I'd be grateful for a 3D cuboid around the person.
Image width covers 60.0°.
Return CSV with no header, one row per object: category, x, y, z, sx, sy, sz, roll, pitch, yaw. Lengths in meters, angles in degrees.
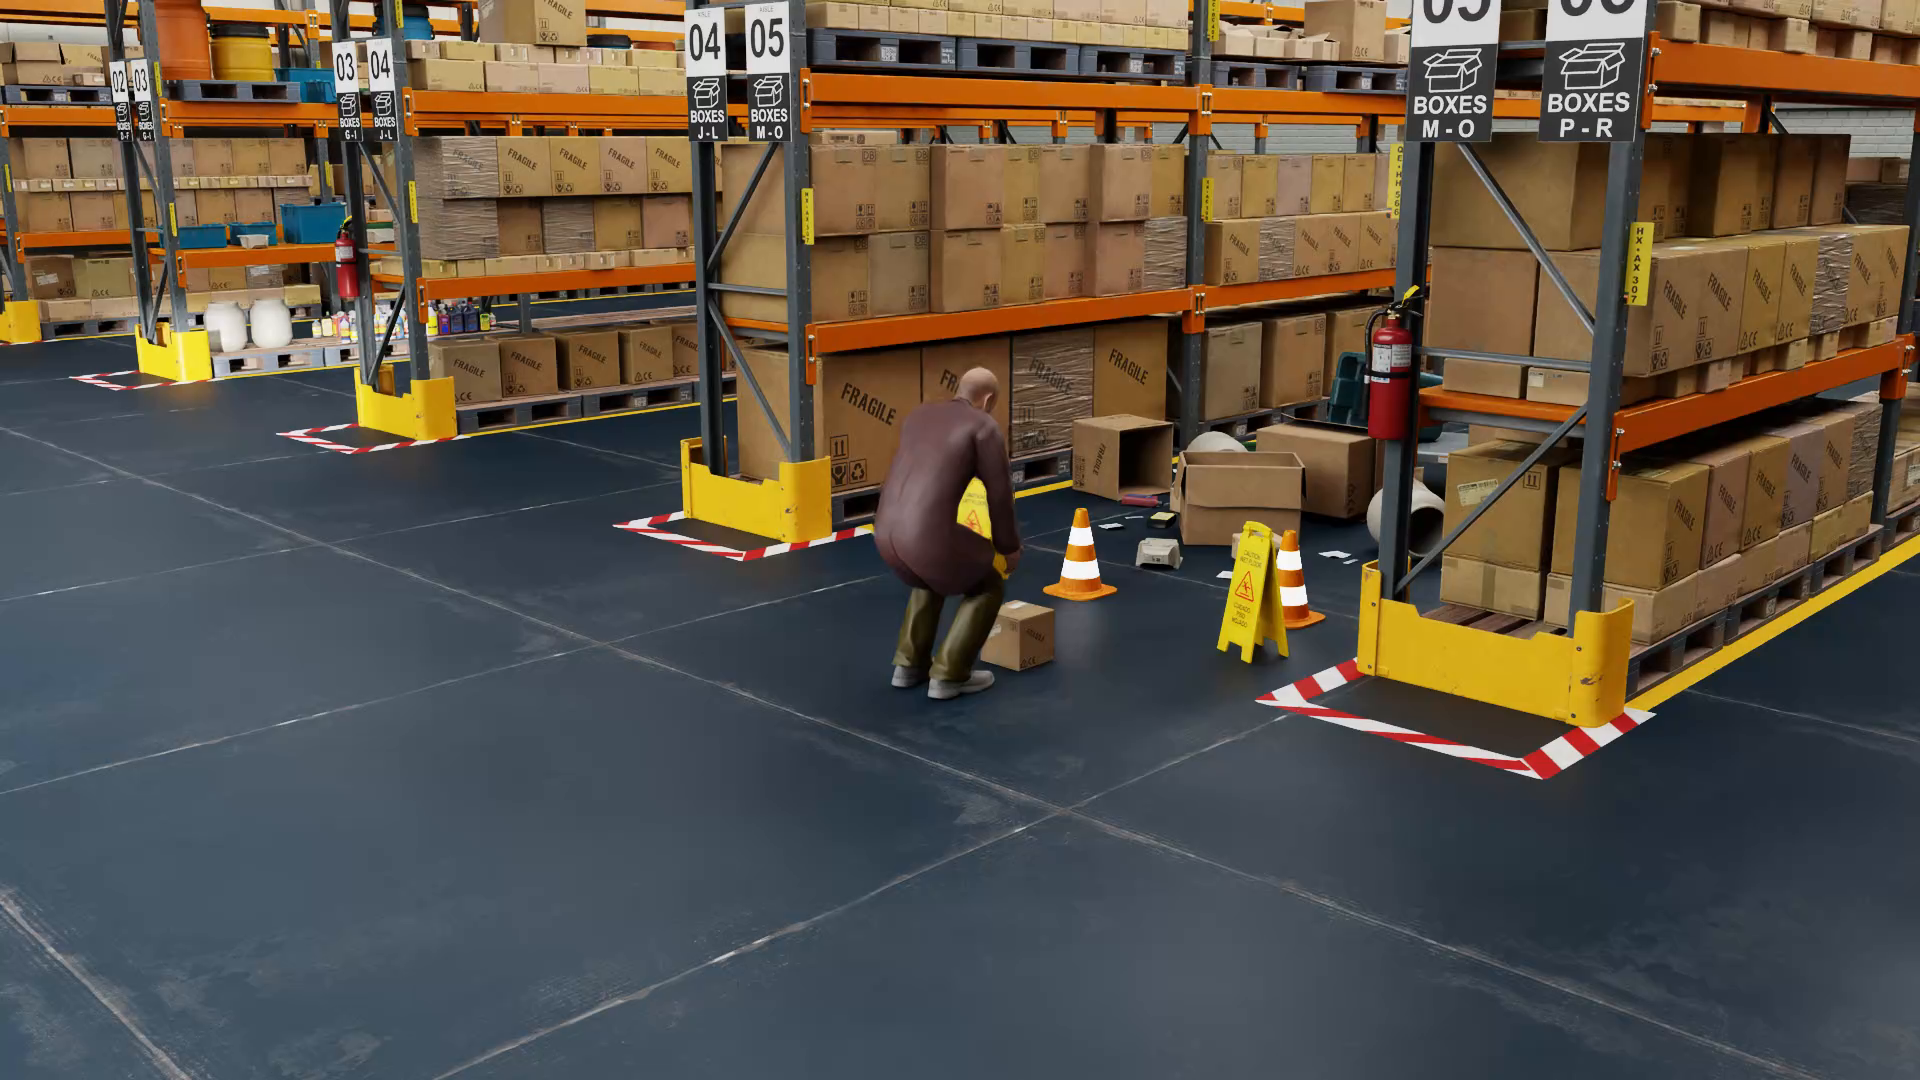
person,-0.083,-0.034,7.464,0.631,1.410,0.719,13,18,43
